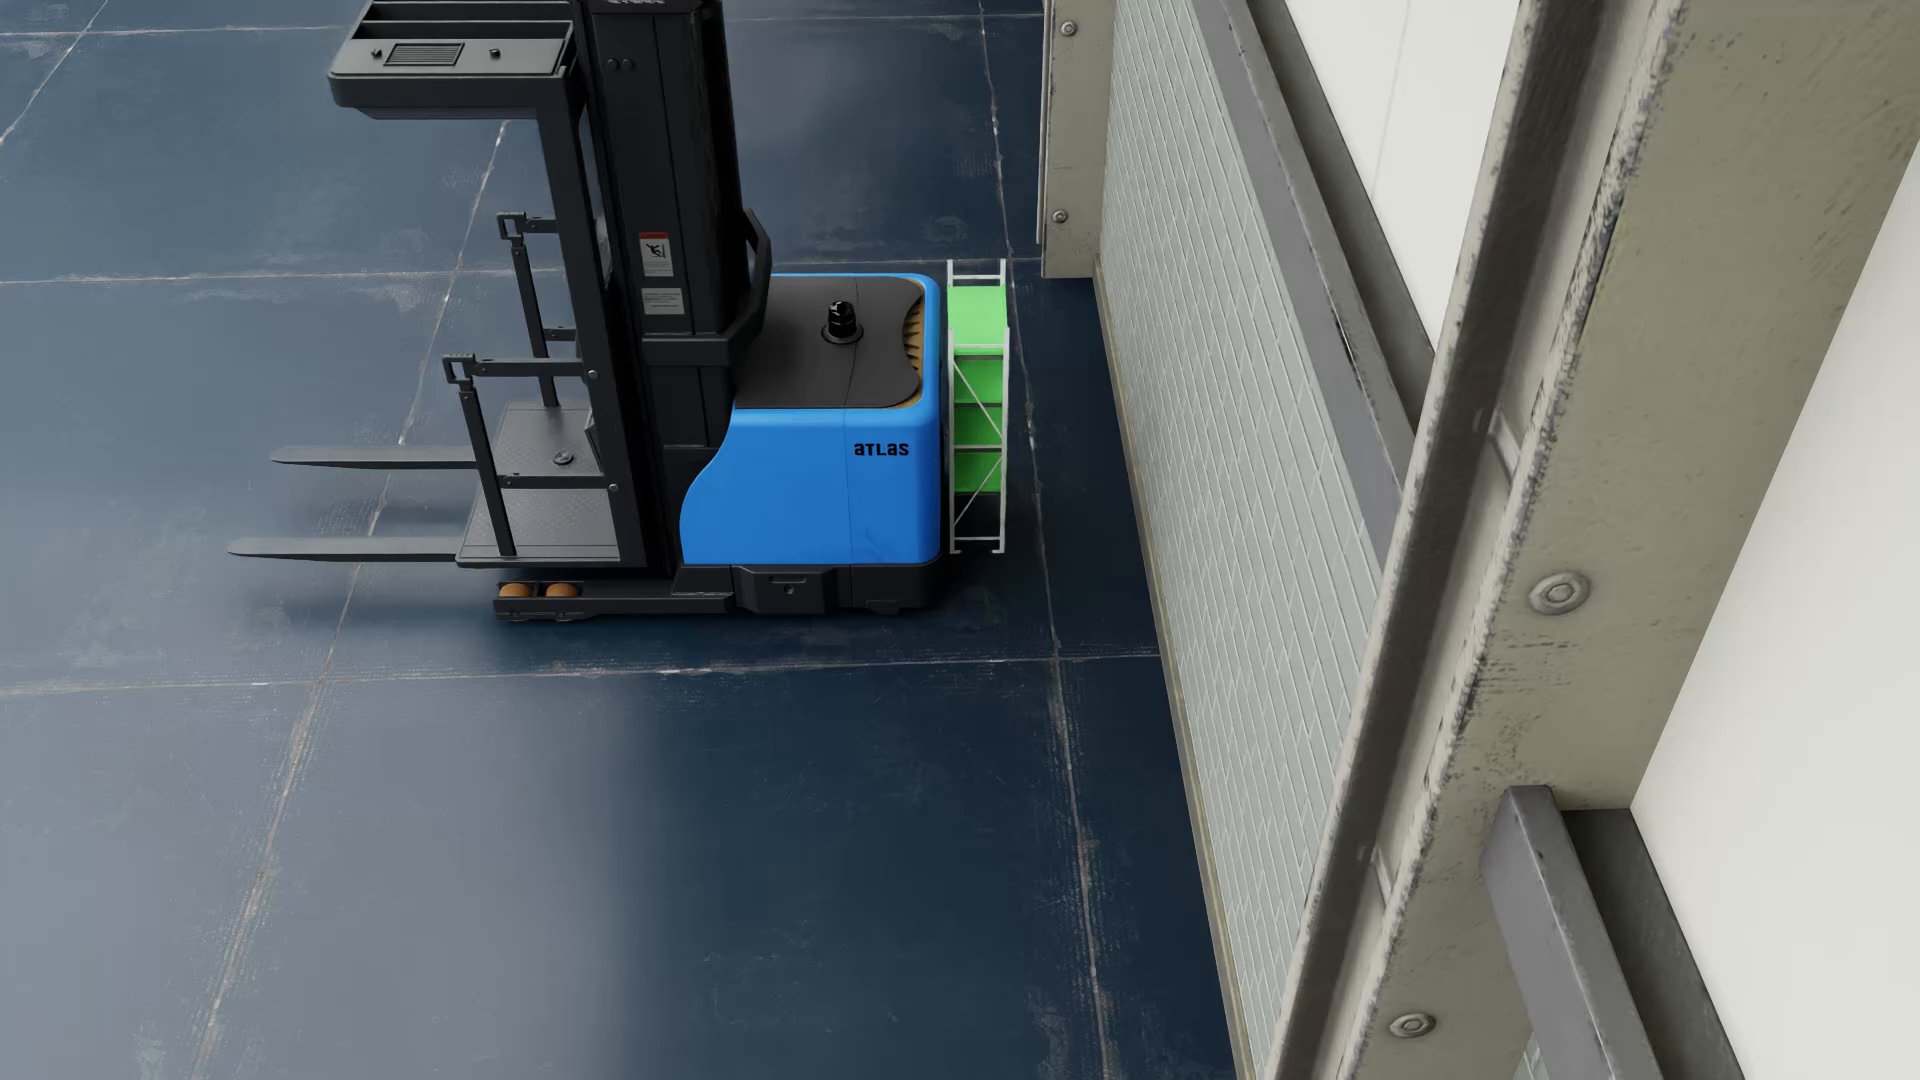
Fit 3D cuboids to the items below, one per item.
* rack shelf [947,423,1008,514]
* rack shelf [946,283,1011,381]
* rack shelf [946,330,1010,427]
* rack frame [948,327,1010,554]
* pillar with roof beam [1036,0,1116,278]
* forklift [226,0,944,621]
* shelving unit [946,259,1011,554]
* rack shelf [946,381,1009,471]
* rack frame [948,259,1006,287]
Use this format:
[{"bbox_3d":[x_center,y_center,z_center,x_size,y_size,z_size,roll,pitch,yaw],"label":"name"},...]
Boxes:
[{"bbox_3d":[0.072,-0.329,7.320,0.258,0.148,0.480,0,43,0],"label":"rack shelf"},{"bbox_3d":[0.072,-0.859,6.834,0.258,0.148,0.480,0,43,0],"label":"rack shelf"},{"bbox_3d":[0.072,-0.683,6.996,0.258,0.148,0.480,0,43,0],"label":"rack shelf"},{"bbox_3d":[0.075,-0.388,6.935,0.240,1.200,0.015,0,43,0],"label":"rack frame"},{"bbox_3d":[-3.715,-4.738,5.909,9.100,9.000,0.400,-2,43,-2],"label":"pillar with roof beam"},{"bbox_3d":[-1.587,-1.096,6.426,3.031,2.935,1.130,0,43,0],"label":"forklift"},{"bbox_3d":[0.072,-0.553,7.115,0.258,1.200,0.503,0,43,0],"label":"shelving unit"},{"bbox_3d":[0.072,-0.506,7.158,0.258,0.148,0.480,0,43,0],"label":"rack shelf"},{"bbox_3d":[0.069,-0.718,7.295,0.240,1.200,0.015,0,43,0],"label":"rack frame"}]
